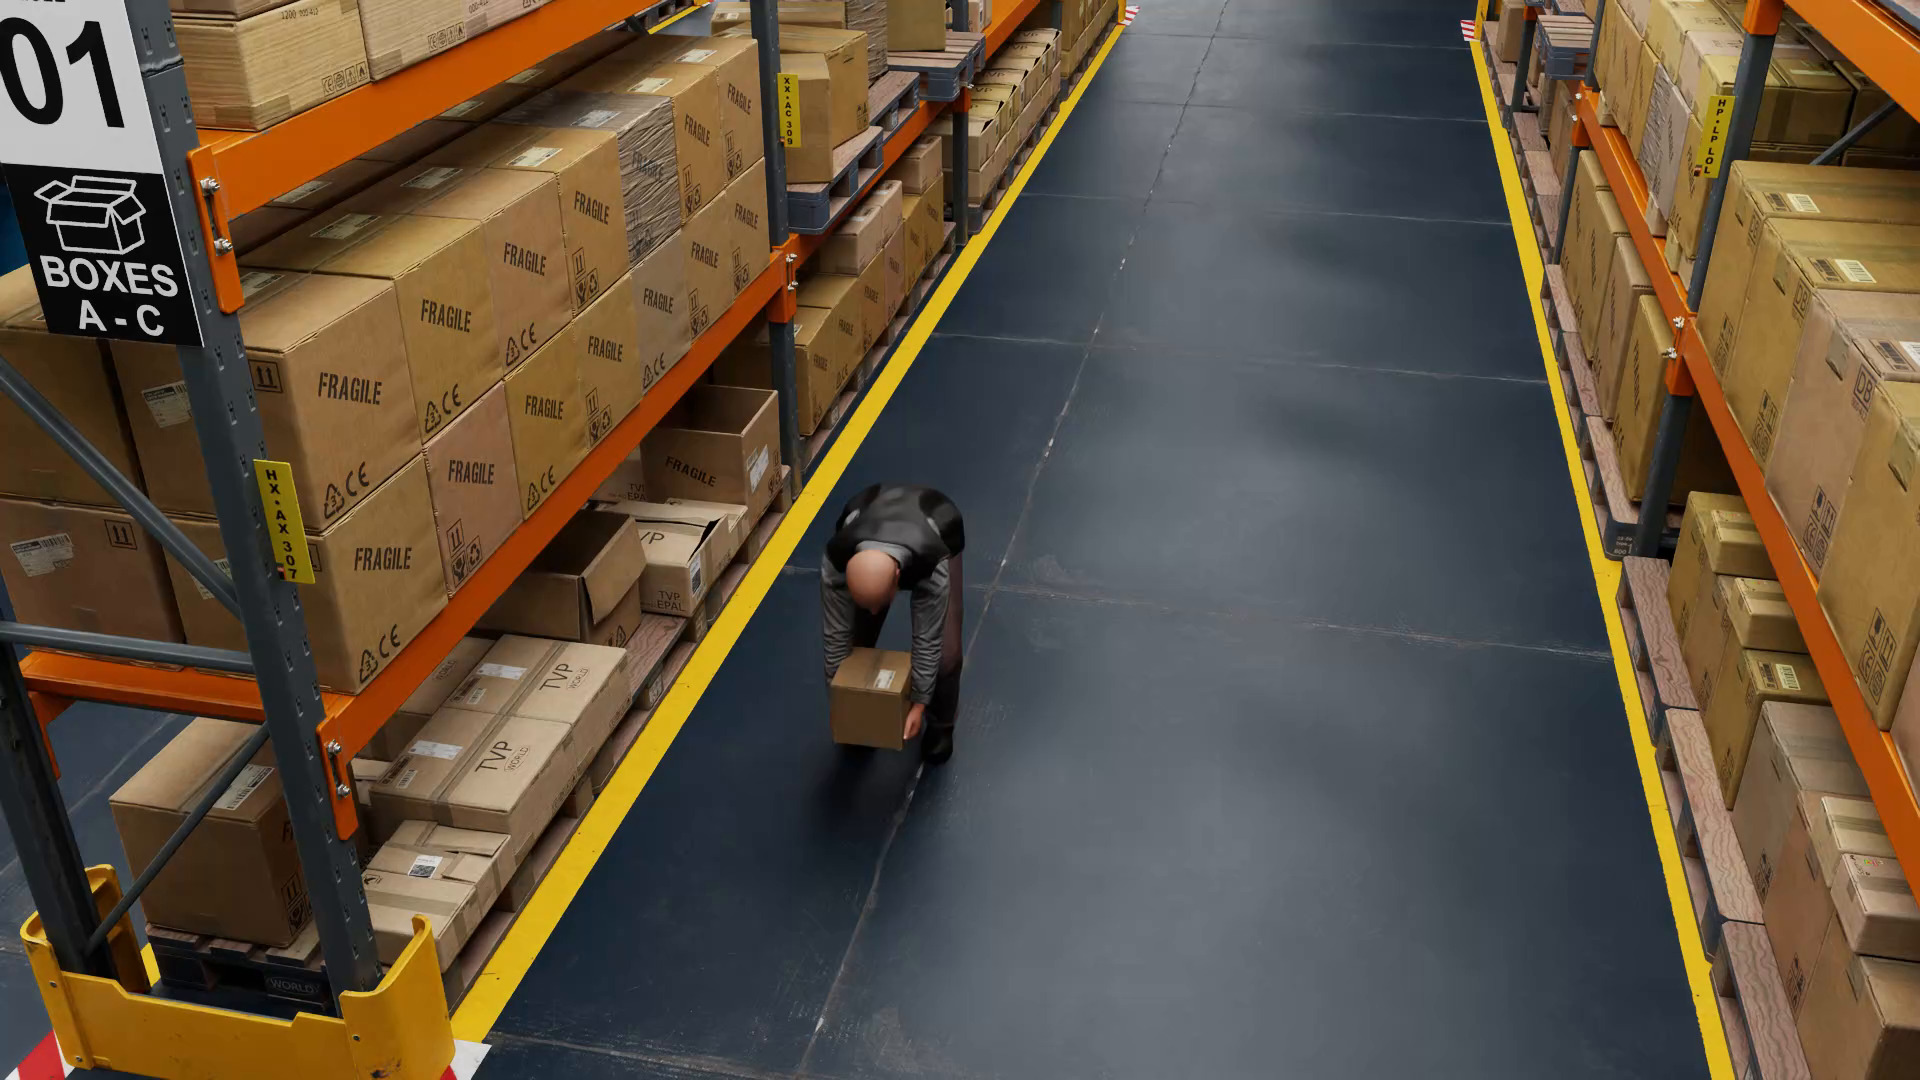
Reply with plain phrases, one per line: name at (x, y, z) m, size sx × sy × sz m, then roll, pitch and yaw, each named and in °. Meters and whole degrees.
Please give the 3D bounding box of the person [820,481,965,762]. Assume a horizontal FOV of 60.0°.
person at (-0.247, 0.371, 6.078) m, size 0.488 × 1.140 × 0.918 m, roll 5°, pitch 29°, yaw 8°
